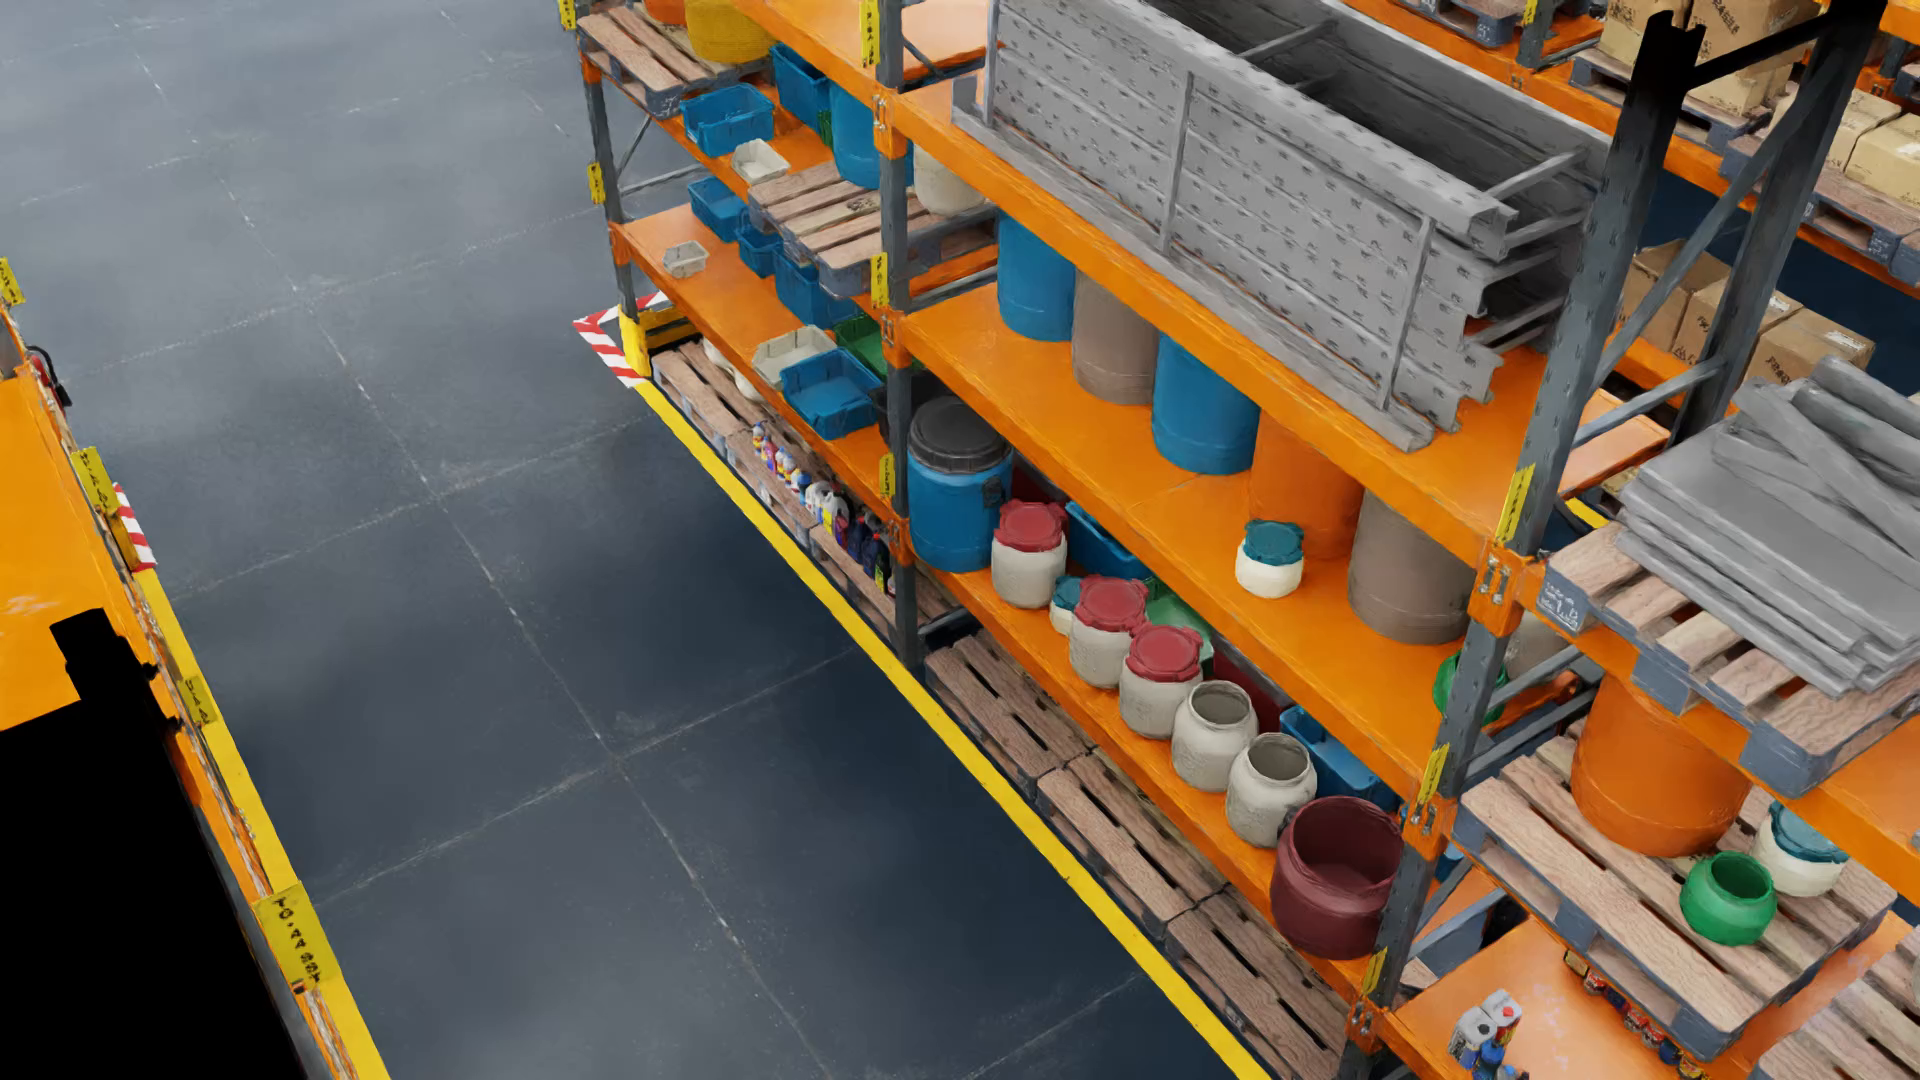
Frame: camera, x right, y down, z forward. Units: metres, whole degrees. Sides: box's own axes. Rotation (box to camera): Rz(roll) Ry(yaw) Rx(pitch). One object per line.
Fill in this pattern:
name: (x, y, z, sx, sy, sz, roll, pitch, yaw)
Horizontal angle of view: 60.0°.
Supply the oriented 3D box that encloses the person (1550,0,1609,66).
person: (5.663, -4.167, 15.089, 0.758, 1.618, 0.630, 25, 48, 25)
